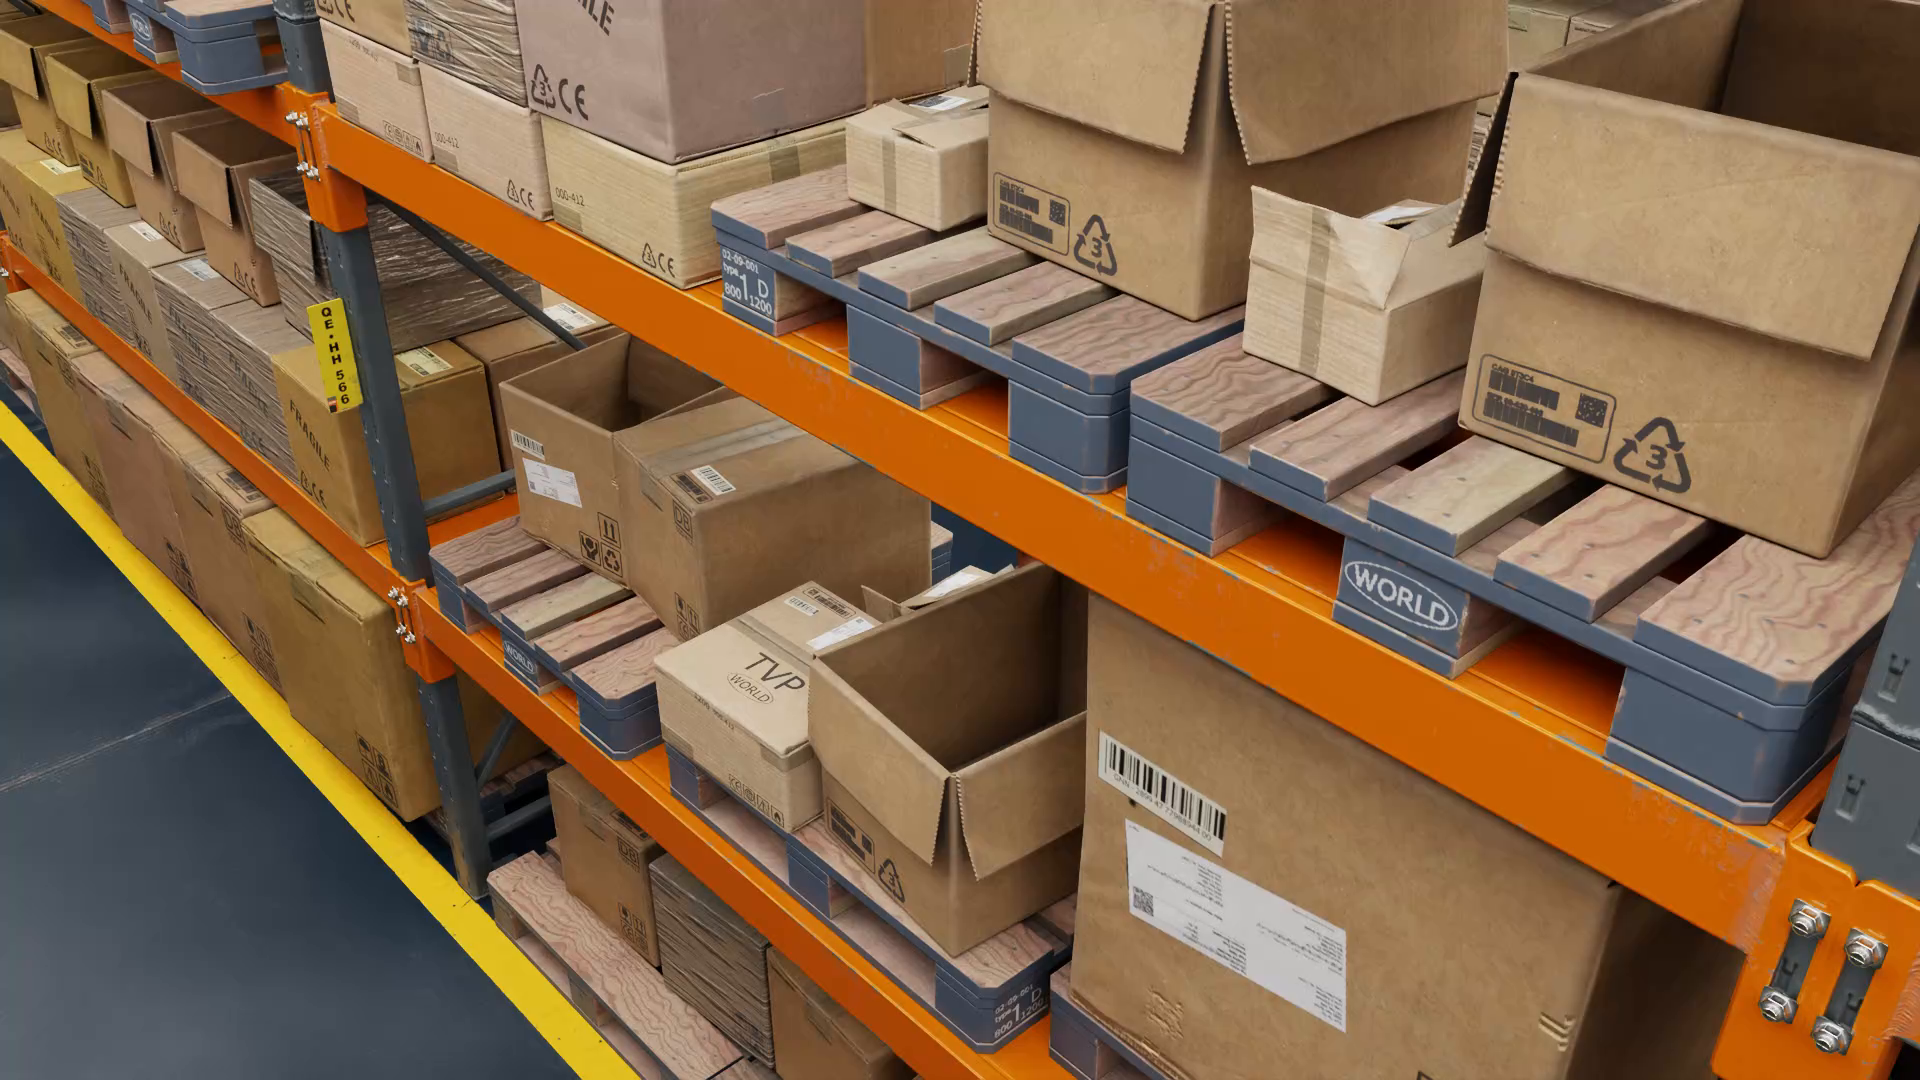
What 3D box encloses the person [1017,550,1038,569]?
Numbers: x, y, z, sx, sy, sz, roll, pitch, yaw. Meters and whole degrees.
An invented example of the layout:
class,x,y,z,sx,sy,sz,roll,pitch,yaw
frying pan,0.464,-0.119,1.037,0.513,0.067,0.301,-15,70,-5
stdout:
class,x,y,z,sx,sy,sz,roll,pitch,yaw
person,0.435,0.213,5.770,0.446,1.780,0.620,27,40,36
